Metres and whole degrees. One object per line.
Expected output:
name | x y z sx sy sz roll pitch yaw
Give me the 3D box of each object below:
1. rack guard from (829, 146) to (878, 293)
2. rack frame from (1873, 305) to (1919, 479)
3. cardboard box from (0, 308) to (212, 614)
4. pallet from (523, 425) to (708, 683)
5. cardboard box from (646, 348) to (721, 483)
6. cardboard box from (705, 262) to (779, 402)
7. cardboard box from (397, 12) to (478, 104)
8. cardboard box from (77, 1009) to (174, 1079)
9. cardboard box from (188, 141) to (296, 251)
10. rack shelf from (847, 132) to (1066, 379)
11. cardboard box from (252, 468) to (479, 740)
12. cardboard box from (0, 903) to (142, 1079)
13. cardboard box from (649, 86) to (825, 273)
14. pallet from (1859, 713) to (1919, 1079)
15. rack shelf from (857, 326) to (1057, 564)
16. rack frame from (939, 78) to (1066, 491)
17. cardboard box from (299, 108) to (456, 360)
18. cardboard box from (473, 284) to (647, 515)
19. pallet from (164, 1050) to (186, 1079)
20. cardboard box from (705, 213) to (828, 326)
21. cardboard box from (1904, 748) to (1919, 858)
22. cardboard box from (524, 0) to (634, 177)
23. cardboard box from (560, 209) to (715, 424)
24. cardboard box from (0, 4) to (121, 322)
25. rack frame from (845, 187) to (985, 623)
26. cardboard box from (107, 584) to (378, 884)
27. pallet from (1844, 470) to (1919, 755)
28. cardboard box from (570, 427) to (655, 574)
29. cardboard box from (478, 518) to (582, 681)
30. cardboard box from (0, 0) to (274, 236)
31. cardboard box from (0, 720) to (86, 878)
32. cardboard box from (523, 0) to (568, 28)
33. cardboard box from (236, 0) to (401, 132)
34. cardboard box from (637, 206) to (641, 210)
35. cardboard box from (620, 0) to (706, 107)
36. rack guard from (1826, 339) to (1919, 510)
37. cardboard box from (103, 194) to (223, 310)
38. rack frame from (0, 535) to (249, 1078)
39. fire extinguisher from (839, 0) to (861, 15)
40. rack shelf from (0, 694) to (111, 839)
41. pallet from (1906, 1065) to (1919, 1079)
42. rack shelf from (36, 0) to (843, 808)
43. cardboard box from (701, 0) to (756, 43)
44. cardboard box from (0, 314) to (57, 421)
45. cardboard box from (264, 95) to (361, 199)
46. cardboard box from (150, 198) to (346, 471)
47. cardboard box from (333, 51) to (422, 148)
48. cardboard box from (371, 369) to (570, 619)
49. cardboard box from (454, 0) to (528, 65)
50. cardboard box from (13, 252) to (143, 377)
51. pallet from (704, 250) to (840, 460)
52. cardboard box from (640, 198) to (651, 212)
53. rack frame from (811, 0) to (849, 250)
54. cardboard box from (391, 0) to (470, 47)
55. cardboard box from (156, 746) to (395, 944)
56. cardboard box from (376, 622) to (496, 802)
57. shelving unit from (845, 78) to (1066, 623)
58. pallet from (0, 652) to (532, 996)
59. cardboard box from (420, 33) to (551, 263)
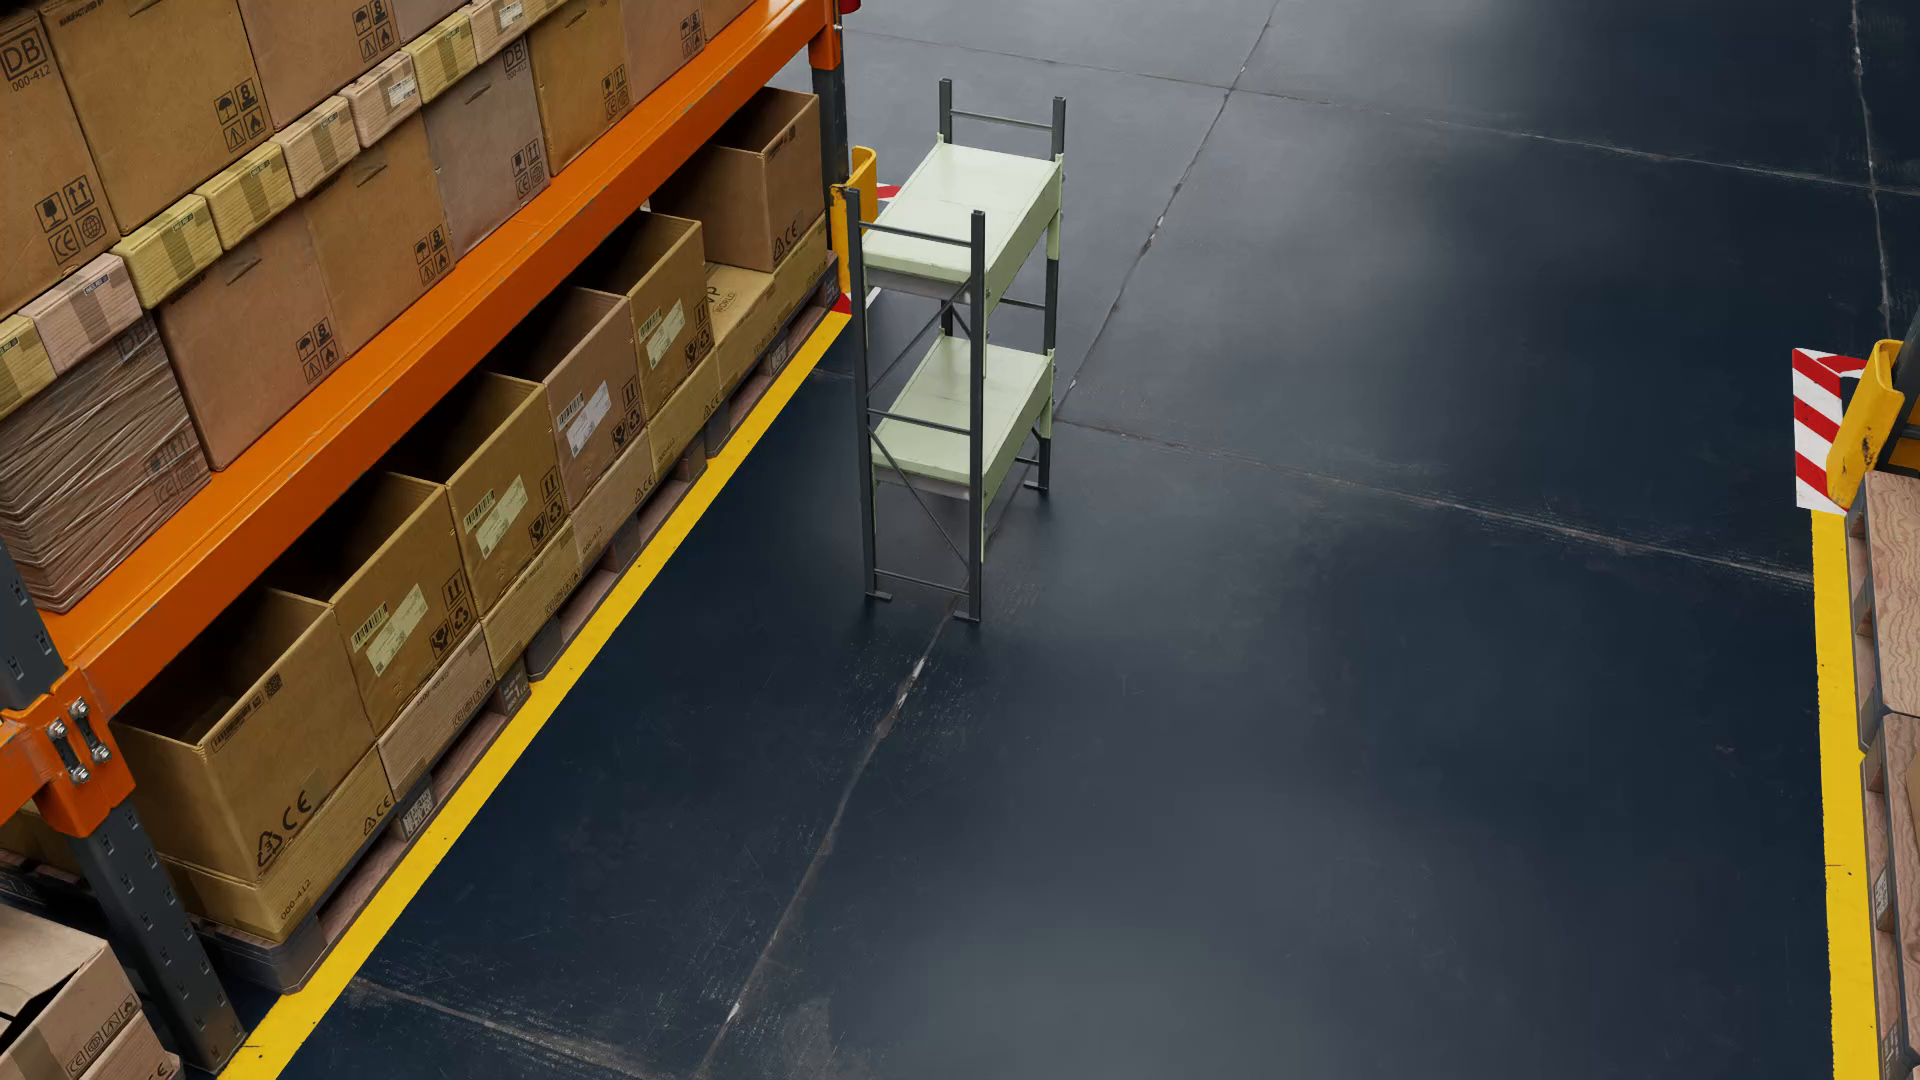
rack guard | -0.936 -1.445 7.059 1.175 0.500 0.348 13 42 15
rack frame | 3.713 -1.284 4.944 1.000 3.000 0.127 13 42 15
cardboard box | -2.166 -0.252 3.657 0.700 0.500 0.500 12 42 14
pallet | -1.585 -0.103 5.709 1.003 0.211 1.213 13 42 15
cardboard box | -1.179 -0.490 5.808 0.500 0.250 0.500 13 42 15
cardboard box | -1.009 -0.795 6.166 0.500 0.250 0.500 13 42 15
cardboard box | -1.511 -1.293 4.378 0.380 0.149 0.250 13 42 15
cardboard box | -2.181 1.262 3.755 0.500 0.250 0.500 13 42 15
cardboard box | -1.777 -0.819 3.822 0.380 0.149 0.250 13 42 15
rack shelf | 0.002 -0.872 5.015 0.431 0.370 0.720 13 42 15
cardboard box | -1.695 0.139 4.493 0.500 0.500 0.500 13 42 15
cardboard box | -2.181 1.042 3.581 0.500 0.311 0.500 13 42 15
cardboard box | -0.848 -1.387 6.282 0.500 0.500 0.500 13 42 15
pallet | 2.957 1.052 4.354 1.003 0.211 1.213 13 42 15
rack shelf | 0.002 -0.327 5.480 0.431 0.370 0.720 13 42 15
rack frame | 0.127 -0.798 5.530 0.400 1.500 0.023 13 42 15
cardboard box | -1.816 -0.880 4.394 0.700 0.500 0.500 14 42 16
cardboard box | -1.348 -0.470 5.206 0.500 0.500 0.500 13 42 15
pallet | -2.527 1.577 3.739 1.003 0.211 1.213 13 42 15
cardboard box | -0.850 -1.103 6.526 0.500 0.250 0.500 13 42 15
cardboard box | 2.899 0.685 4.223 0.700 0.500 0.500 11 42 12
cardboard box | -1.466 -1.515 5.137 0.700 0.500 0.500 14 42 15
cardboard box | -1.176 -0.774 5.564 0.500 0.500 0.500 13 42 15
cardboard box | -2.166 -0.745 3.236 0.700 0.500 0.500 13 42 15
rack frame | -0.123 -0.351 5.006 0.400 1.500 0.023 13 42 15
cardboard box | -1.859 0.446 4.134 0.500 0.500 0.500 13 42 15
pallet | 3.376 0.310 5.223 1.003 0.211 1.213 13 42 15
cardboard box | -1.351 -0.185 5.451 0.500 0.250 0.500 13 42 15
cardboard box | -1.517 0.121 5.092 0.500 0.250 0.500 13 42 15
cardboard box | -1.994 -1.054 3.598 0.700 0.500 0.500 13 42 15
cardboard box | -2.358 0.613 4.515 0.500 0.250 0.500 13 42 15
cardboard box | -1.337 -1.601 4.739 0.380 0.149 0.250 14 43 16
cardboard box | -1.822 -1.359 3.956 0.700 0.500 0.500 13 42 15
cardboard box | -1.505 -1.197 6.060 0.500 0.500 0.500 13 42 15
cardboard box | -1.291 -1.816 5.491 0.700 0.500 0.500 14 43 16
rack guard | 3.687 -0.287 5.701 1.175 0.500 0.348 13 42 15
cardboard box | -1.865 -0.659 3.634 0.380 0.149 0.250 12 42 14
rack frame | -2.312 0.058 3.371 1.000 3.000 0.127 13 42 15
fire extinguisher | -0.467 -2.321 6.219 0.296 0.674 0.183 13 42 15
rack shelf | -2.996 1.552 2.174 1.077 0.370 4.000 13 42 15
pallet | 2.541 1.799 3.479 1.003 0.211 1.213 13 42 15
rack shelf | -1.628 -0.888 5.034 1.077 0.370 4.000 13 42 15
cardboard box | -1.115 -2.138 5.867 0.700 0.500 0.500 13 42 15
cardboard box | -2.038 -0.348 3.270 0.380 0.149 0.250 13 42 15
cardboard box | -1.689 -0.971 4.000 0.380 0.149 0.250 12 42 14
cardboard box | -1.992 -0.575 4.036 0.700 0.500 0.500 13 42 15
cardboard box | -1.601 -1.134 4.192 0.380 0.149 0.250 12 42 14
cardboard box | -1.517 -0.164 4.849 0.500 0.500 0.500 13 42 15
cardboard box | -1.424 -1.444 4.555 0.380 0.149 0.250 13 42 14
cardboard box | -1.952 -0.501 3.449 0.380 0.149 0.250 14 42 16
pallet | -1.166 -0.845 6.578 1.003 0.211 1.213 13 42 15
cardboard box | -1.336 -1.218 6.661 0.500 0.250 0.500 13 42 15
rack frame | -0.944 -2.382 6.230 1.000 3.000 0.127 13 42 15
cardboard box | -1.651 -1.664 4.312 0.700 0.500 0.500 13 42 15
cardboard box | -1.868 0.729 4.380 0.500 0.250 0.500 13 42 15
cardboard box | -1.692 0.425 4.736 0.500 0.250 0.500 13 42 15
shelving unit | 0.002 -0.575 5.268 0.431 1.500 0.755 13 42 15
pallet | -2.000 0.643 4.833 1.003 0.211 1.213 13 42 15
cardboard box | -1.642 -1.193 4.760 0.700 0.500 0.500 15 43 16
